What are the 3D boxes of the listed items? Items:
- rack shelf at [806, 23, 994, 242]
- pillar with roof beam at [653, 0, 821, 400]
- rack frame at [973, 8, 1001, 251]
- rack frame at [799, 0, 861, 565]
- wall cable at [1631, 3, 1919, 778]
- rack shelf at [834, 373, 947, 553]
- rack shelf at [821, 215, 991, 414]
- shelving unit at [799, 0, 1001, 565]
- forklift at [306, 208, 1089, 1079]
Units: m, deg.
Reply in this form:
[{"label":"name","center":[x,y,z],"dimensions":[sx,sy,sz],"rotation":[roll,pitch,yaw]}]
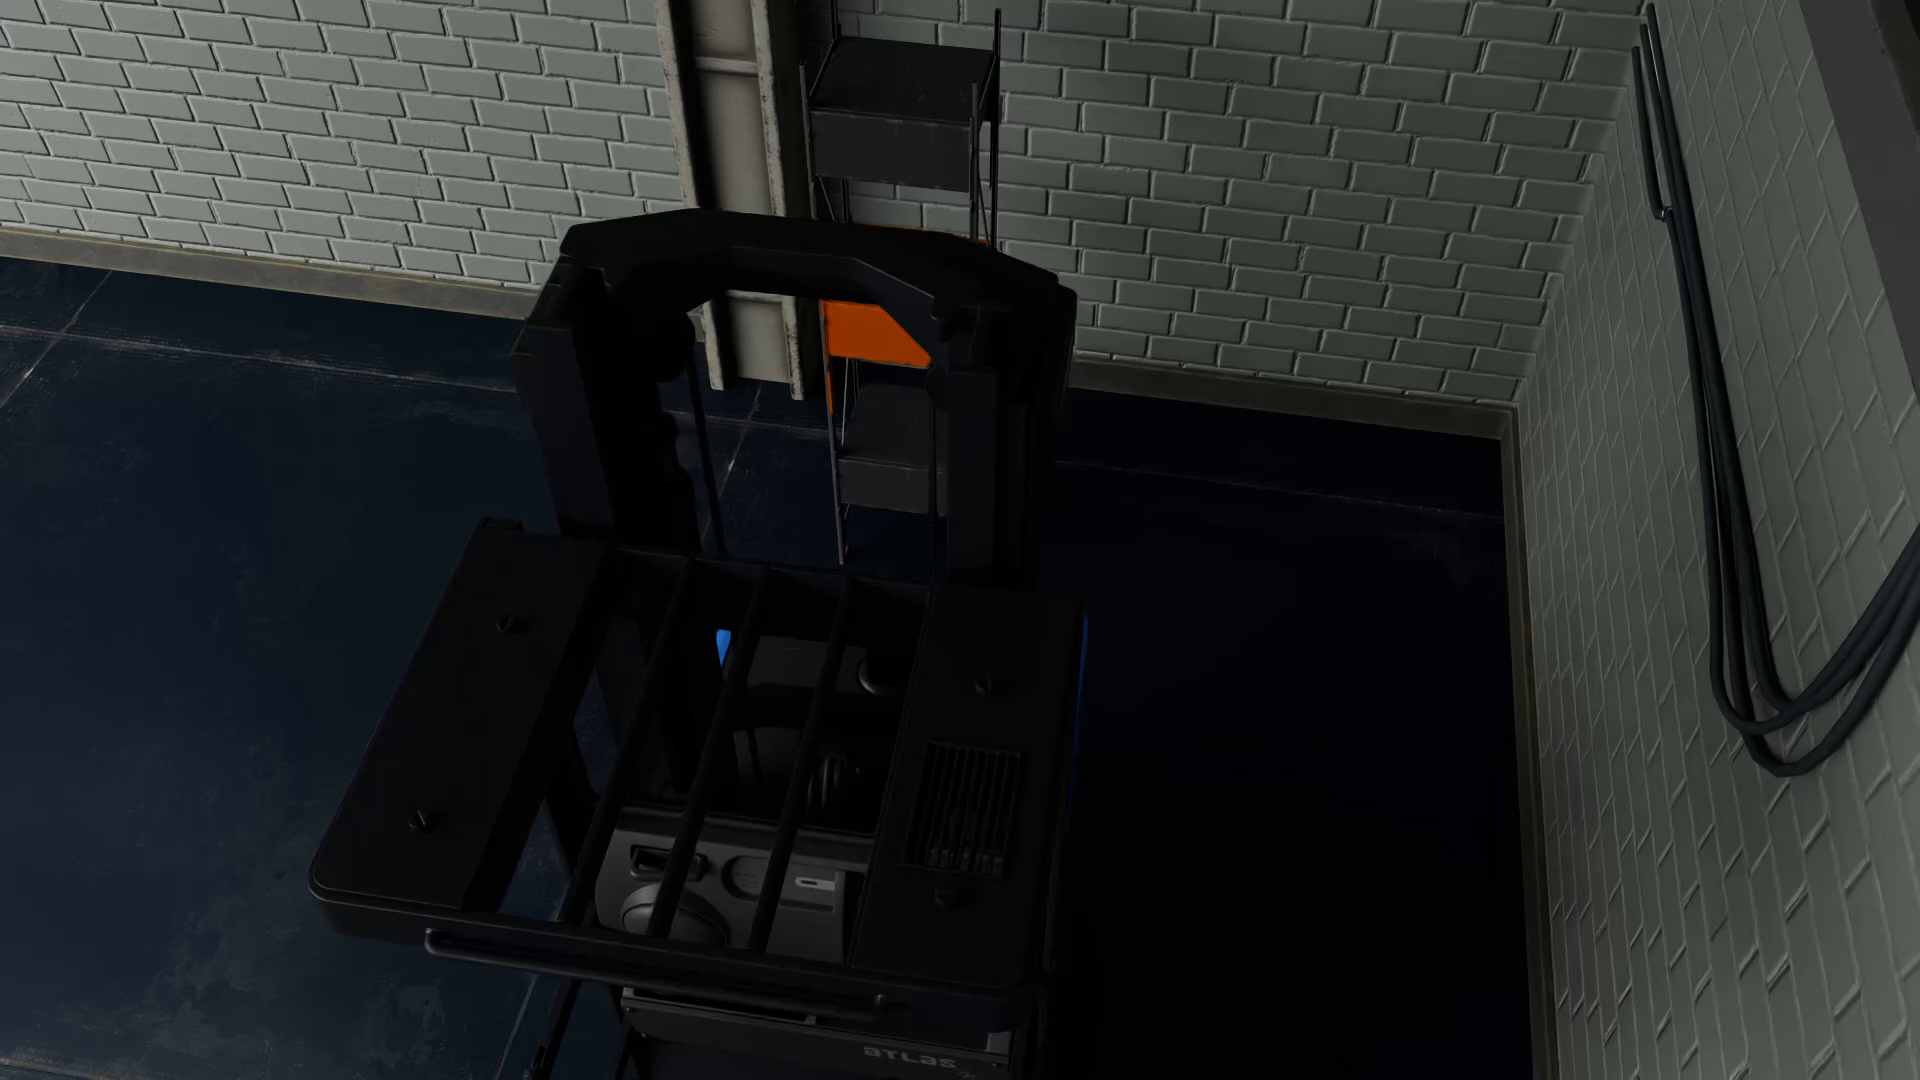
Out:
[{"label":"rack shelf","center":[-0.163,-1.182,4.978],"dimensions":[0.480,0.518,0.431],"rotation":[8,49,7]},{"label":"pillar with roof beam","center":[-1.563,-0.562,0.706],"dimensions":[0.400,9.000,9.100],"rotation":[8,49,7]},{"label":"rack frame","center":[0.077,-0.691,5.460],"dimensions":[0.015,2.100,0.400],"rotation":[8,49,7]},{"label":"rack frame","center":[-0.403,-0.756,5.518],"dimensions":[0.015,2.100,0.400],"rotation":[8,49,7]},{"label":"wall cable","center":[1.867,-1.318,3.472],"dimensions":[0.112,2.526,3.097],"rotation":[8,49,7]},{"label":"rack shelf","center":[-0.163,-0.247,6.019],"dimensions":[0.480,0.518,0.431],"rotation":[8,49,7]},{"label":"rack shelf","center":[-0.163,-0.715,5.499],"dimensions":[0.480,0.518,0.431],"rotation":[8,49,7]},{"label":"shelving unit","center":[-0.163,-0.724,5.489],"dimensions":[0.503,2.100,0.431],"rotation":[8,49,7]},{"label":"forklift","center":[-0.366,0.931,3.443],"dimensions":[1.130,2.935,3.031],"rotation":[7,48,6]}]
